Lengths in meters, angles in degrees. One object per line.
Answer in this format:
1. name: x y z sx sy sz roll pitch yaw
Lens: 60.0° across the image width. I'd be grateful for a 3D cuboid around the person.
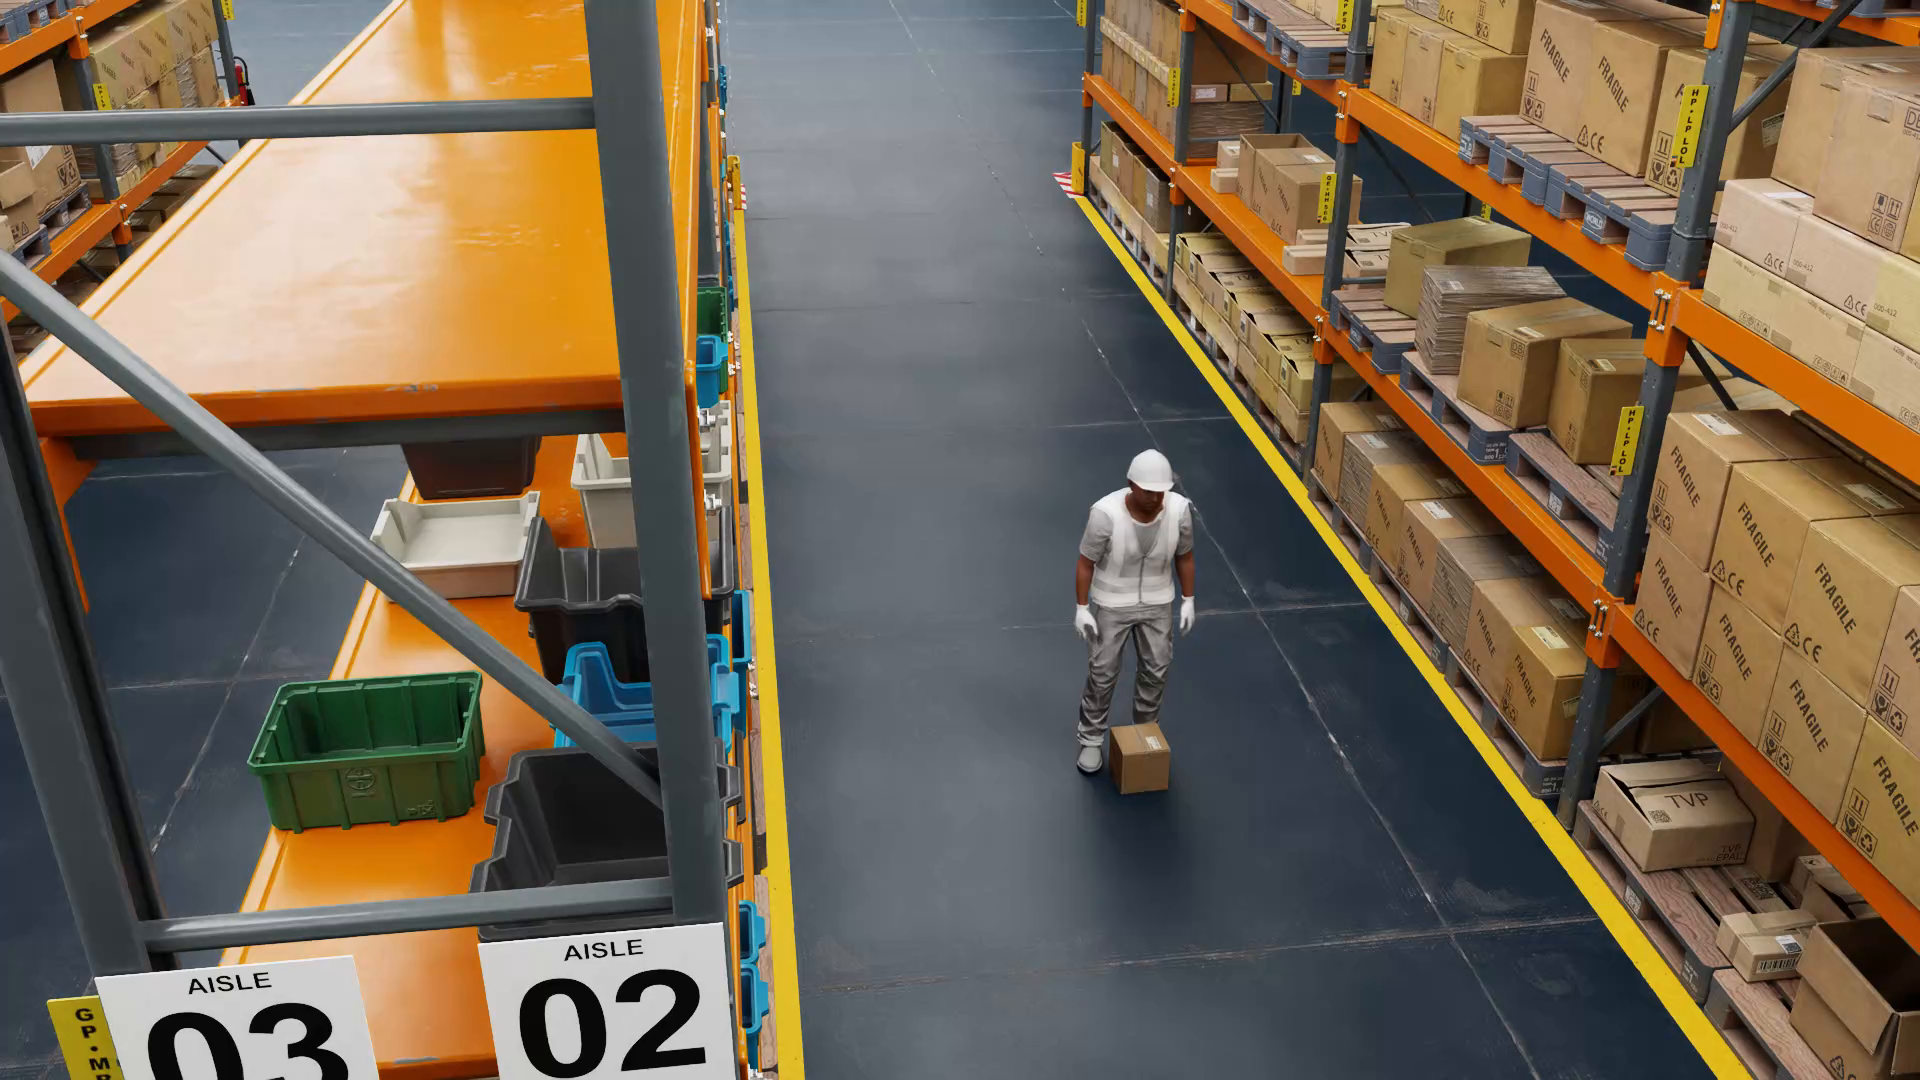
1. person: 0.885 0.344 8.413 0.631 1.774 0.451 -4 27 -8
